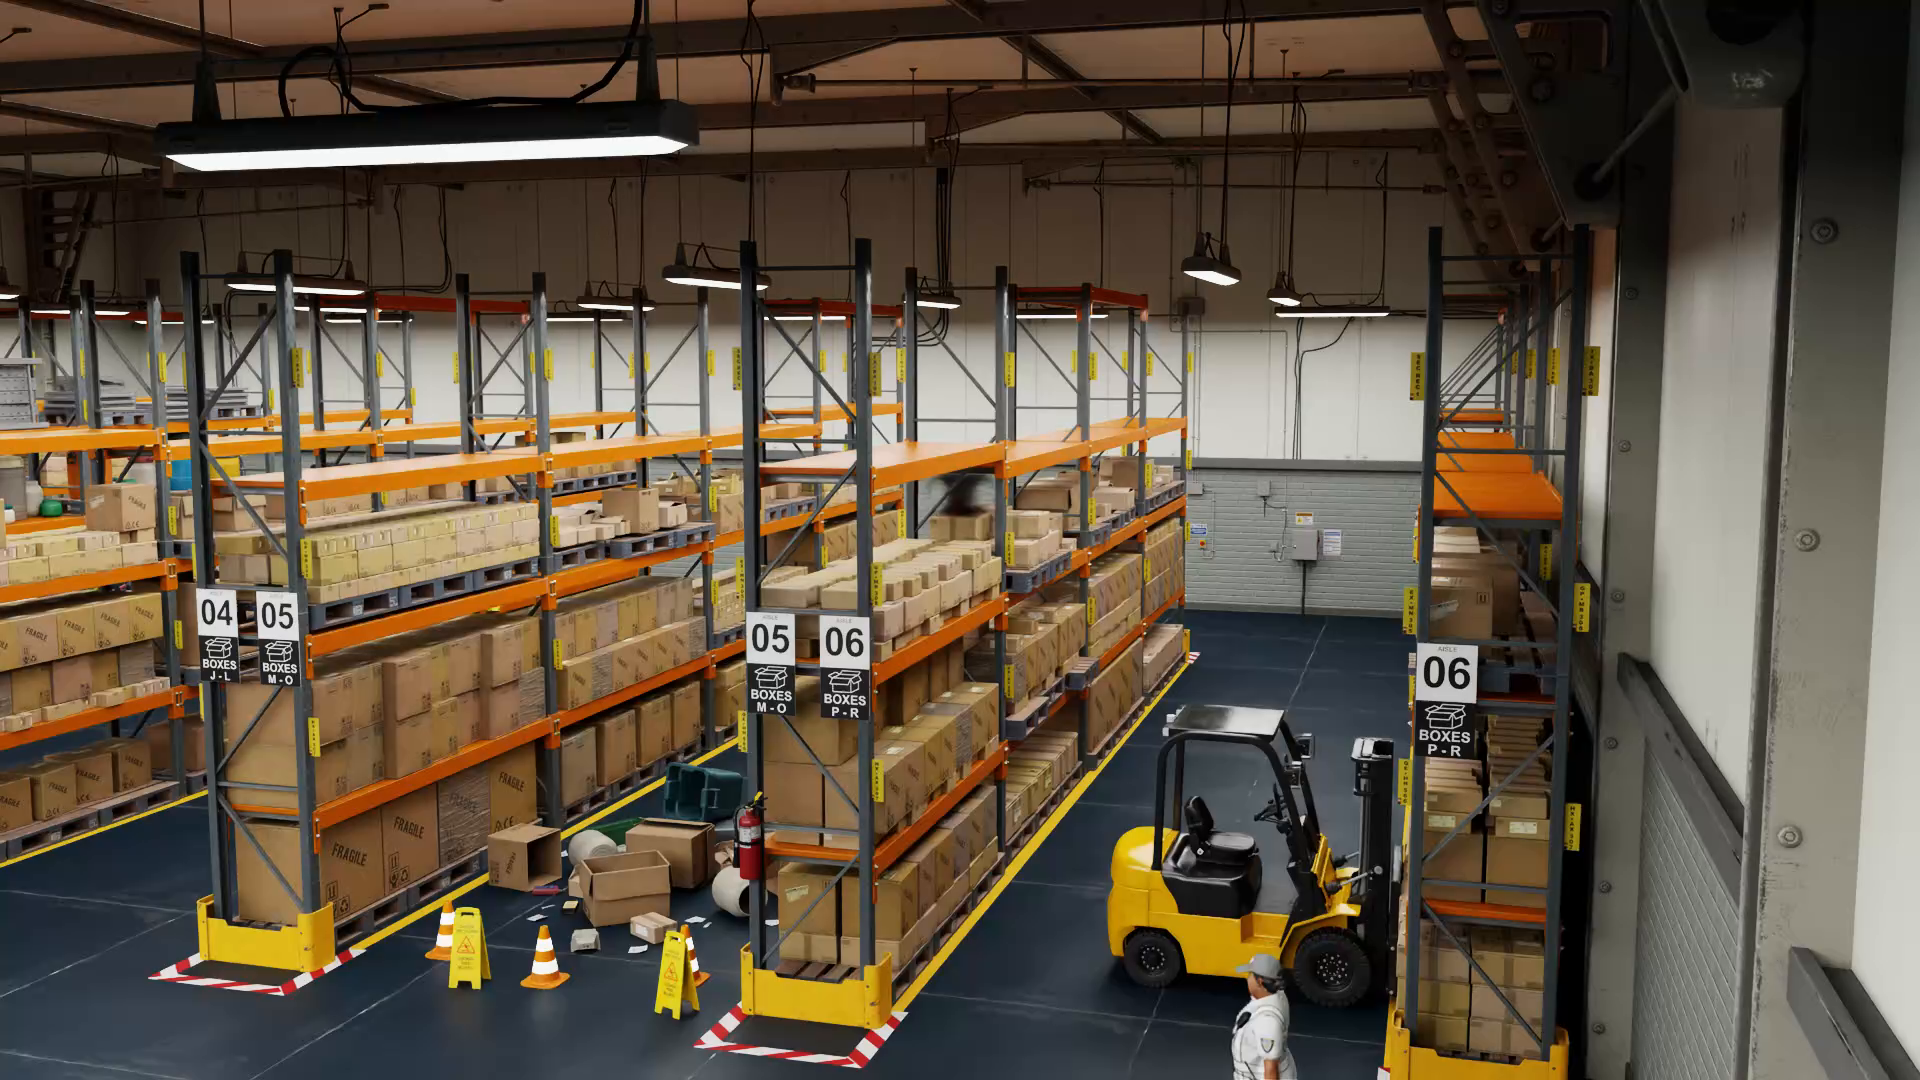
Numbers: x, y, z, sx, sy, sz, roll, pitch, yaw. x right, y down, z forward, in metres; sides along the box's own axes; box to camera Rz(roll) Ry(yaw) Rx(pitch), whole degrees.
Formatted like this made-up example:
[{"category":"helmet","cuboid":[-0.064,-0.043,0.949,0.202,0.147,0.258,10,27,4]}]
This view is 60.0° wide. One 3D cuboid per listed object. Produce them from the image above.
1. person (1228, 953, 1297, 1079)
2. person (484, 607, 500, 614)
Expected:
[{"category":"person","cuboid":[1.789,3.245,9.788,0.429,1.681,0.591,1,7,10]},{"category":"person","cuboid":[-6.449,1.723,22.940,0.740,1.701,1.070,2,7,20]}]
